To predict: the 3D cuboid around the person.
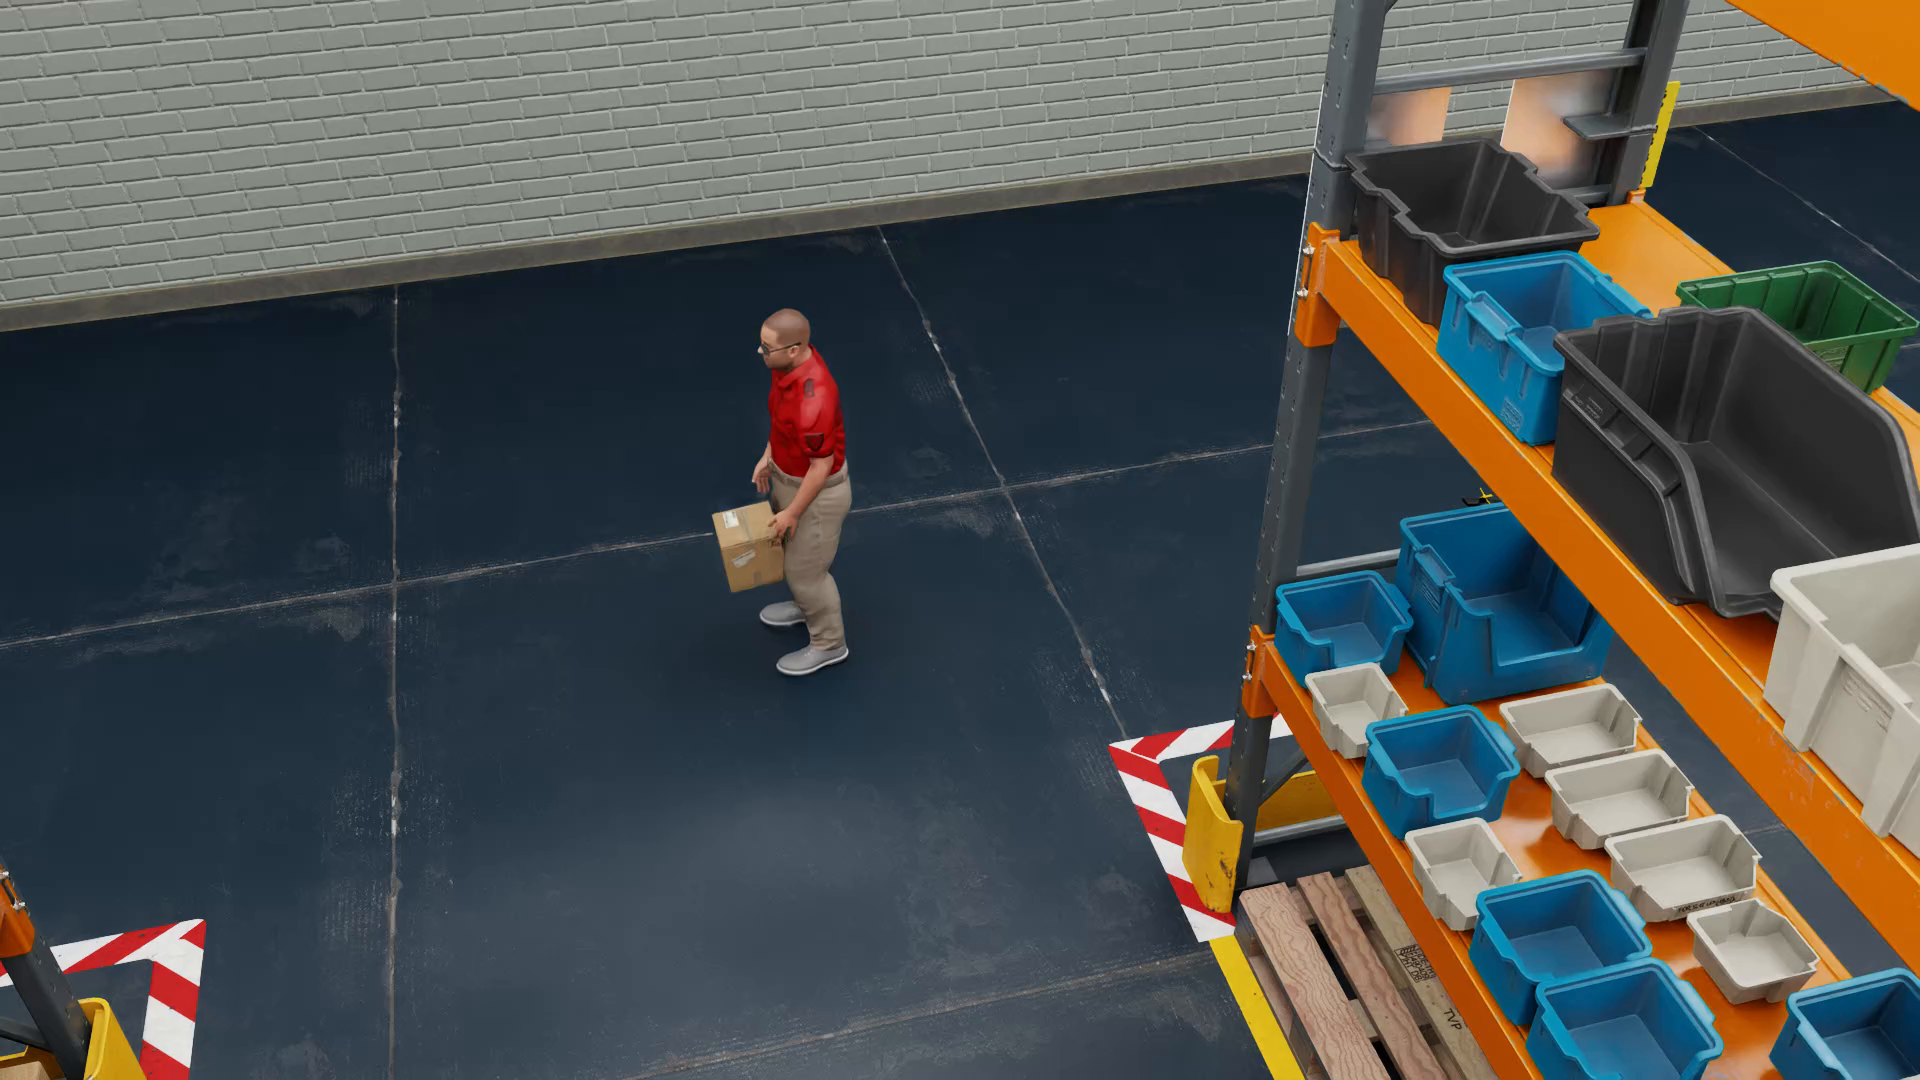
[{"bbox_3d":[-0.668,-0.216,6.998,0.393,1.732,0.553,-10,39,-13],"label":"person"}]
